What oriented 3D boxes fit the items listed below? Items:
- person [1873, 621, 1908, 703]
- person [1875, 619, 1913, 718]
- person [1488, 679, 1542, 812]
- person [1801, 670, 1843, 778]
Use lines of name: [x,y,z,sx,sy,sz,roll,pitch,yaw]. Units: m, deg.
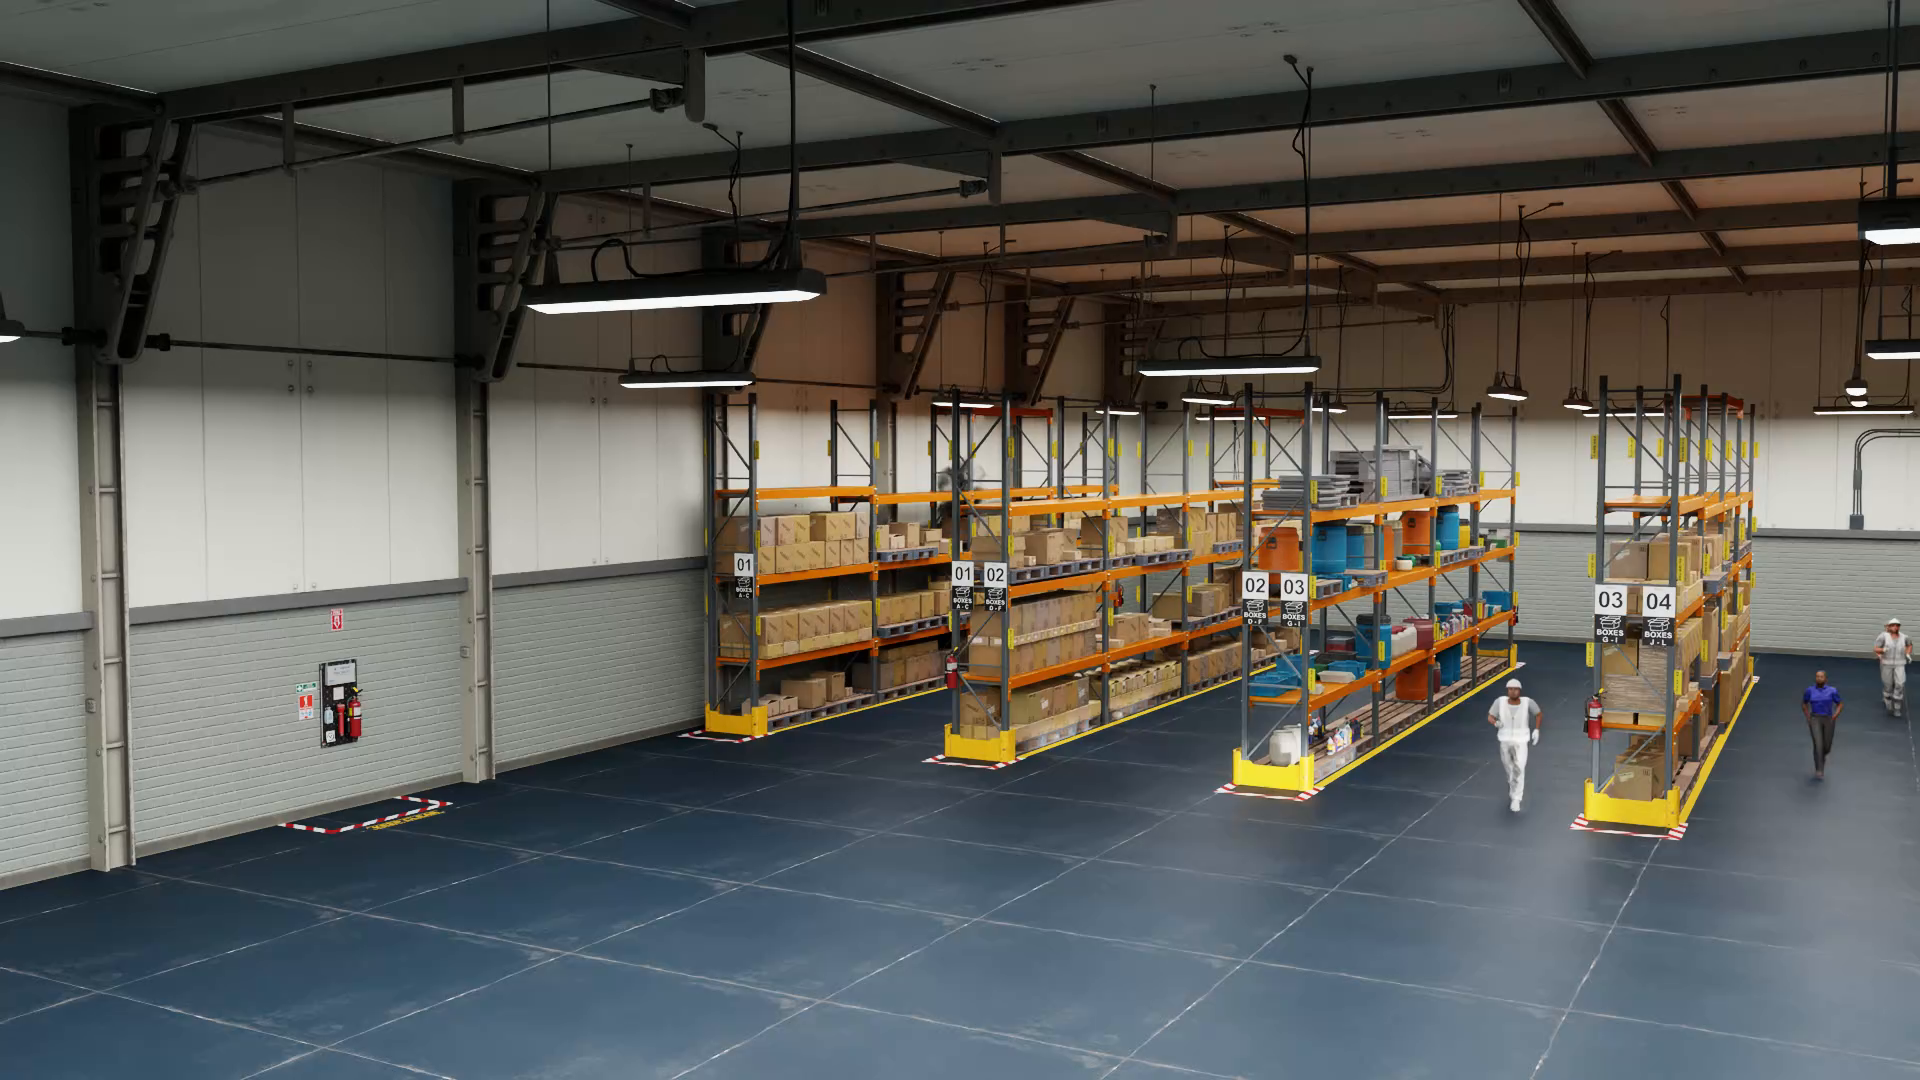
person: [18.436,2.420,32.935,0.628,1.623,0.571,2,4,38]
person: [17.596,2.390,31.346,0.636,1.821,0.843,2,3,27]
person: [7.807,2.846,23.454,0.713,1.798,0.957,2,3,27]
person: [13.264,2.819,25.607,0.576,1.638,0.620,2,3,28]
